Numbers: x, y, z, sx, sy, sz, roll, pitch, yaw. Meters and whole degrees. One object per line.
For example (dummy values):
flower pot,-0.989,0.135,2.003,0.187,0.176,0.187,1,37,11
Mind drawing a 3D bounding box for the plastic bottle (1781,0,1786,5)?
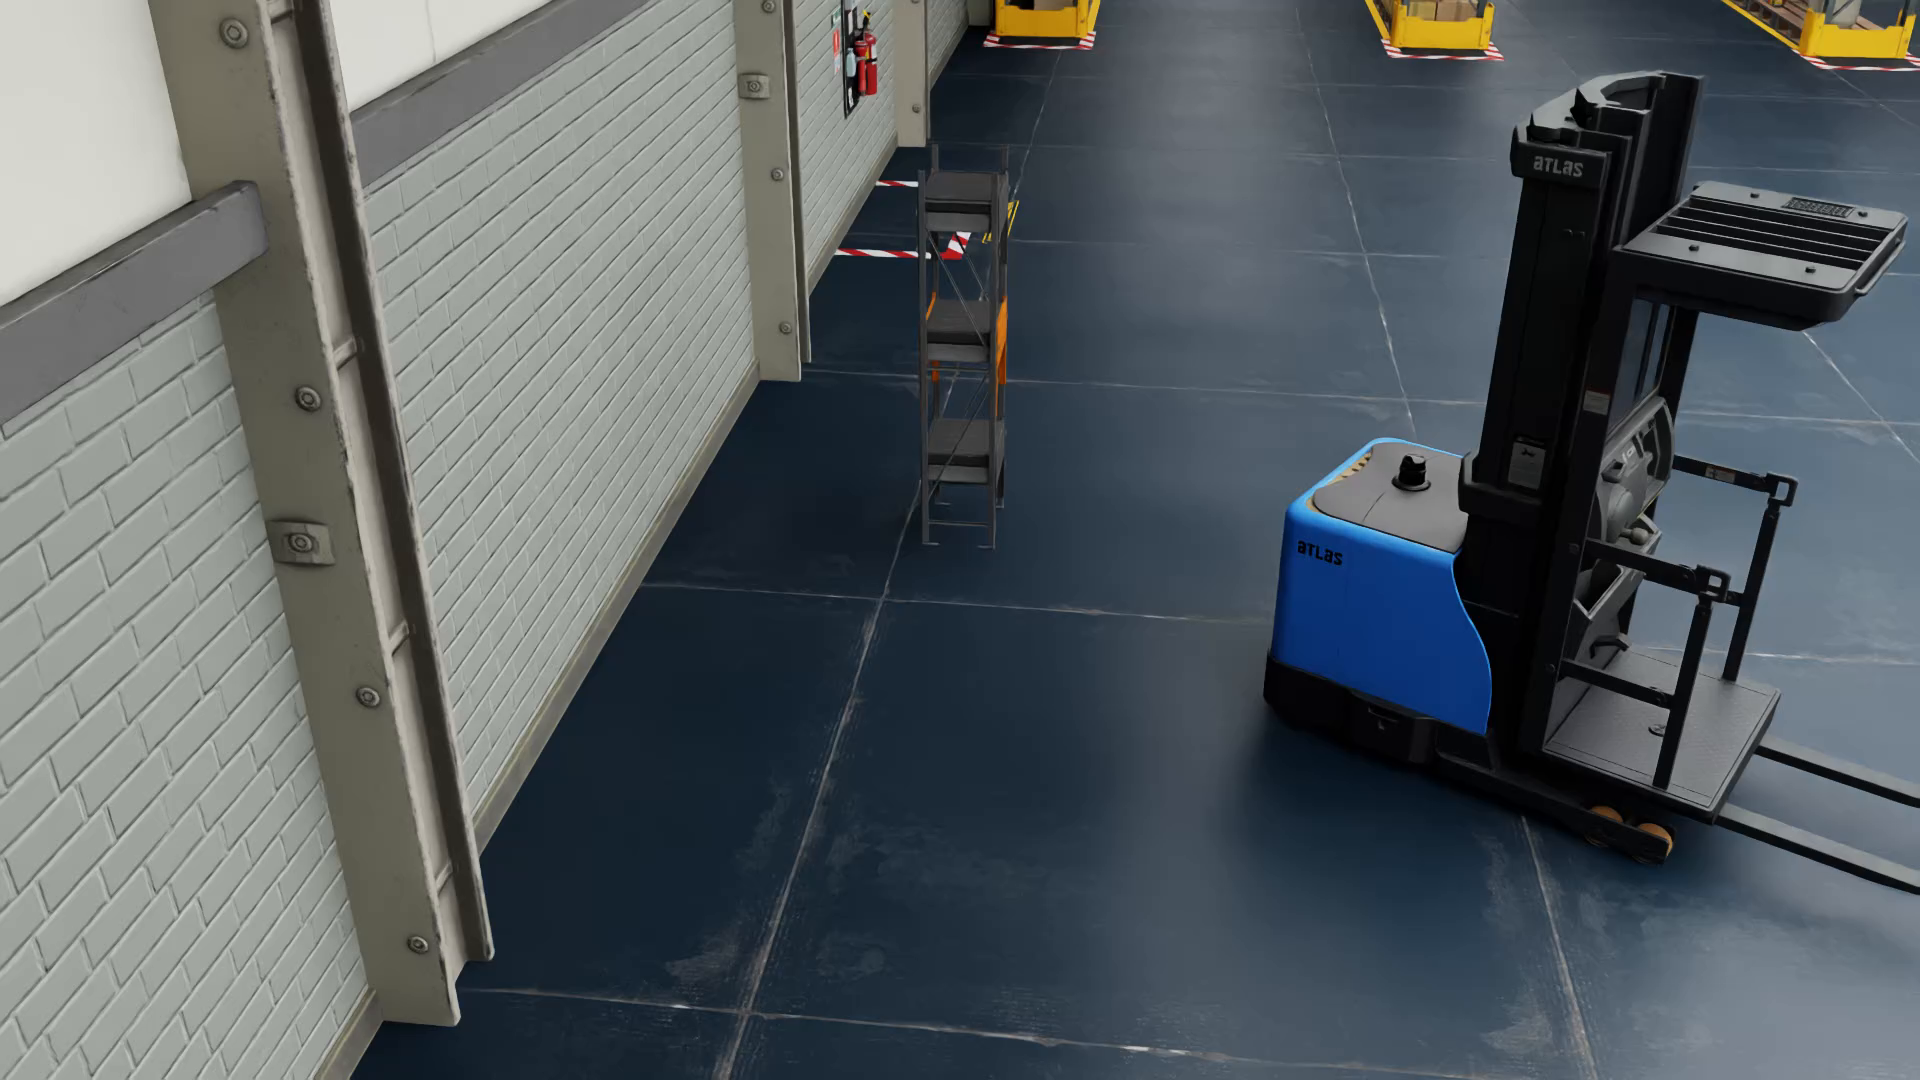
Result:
plastic bottle,10.817,-7.184,21.823,0.061,0.283,0.133,3,28,6

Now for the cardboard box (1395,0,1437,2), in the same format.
cardboard box,5.718,-7.049,20.838,0.500,0.500,0.500,3,28,6

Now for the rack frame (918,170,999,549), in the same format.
rack frame,-0.010,-0.887,8.683,0.400,2.100,0.015,3,28,6

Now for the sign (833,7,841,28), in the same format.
sign,-0.978,-4.152,13.198,0.001,0.109,0.331,3,28,6

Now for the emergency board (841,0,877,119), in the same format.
emergency board,-0.818,-4.156,13.801,0.194,1.169,0.643,3,28,6

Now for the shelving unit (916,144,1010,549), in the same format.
shelving unit,0.020,-1.002,8.897,0.431,2.100,0.503,3,28,6

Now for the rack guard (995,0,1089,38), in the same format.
rack guard,1.040,-6.697,21.153,1.175,0.500,0.348,3,28,6

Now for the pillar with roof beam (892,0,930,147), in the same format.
pillar with roof beam,3.795,-7.708,14.069,9.100,9.000,0.400,3,28,6

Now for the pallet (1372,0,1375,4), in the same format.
pallet,6.299,-7.759,23.429,1.003,0.211,1.213,3,28,6

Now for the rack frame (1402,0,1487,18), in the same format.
rack frame,5.948,-7.475,19.963,1.000,3.000,0.127,3,28,6

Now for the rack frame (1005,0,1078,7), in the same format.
rack frame,1.031,-7.761,20.494,1.000,3.000,0.127,3,28,6

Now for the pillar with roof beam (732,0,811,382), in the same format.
pillar with roof beam,3.060,-4.883,8.827,9.100,9.000,0.400,3,28,6

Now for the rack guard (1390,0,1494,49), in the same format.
rack guard,5.945,-6.363,20.534,1.175,0.500,0.348,3,28,6

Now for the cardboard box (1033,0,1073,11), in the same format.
cardboard box,1.205,-7.092,21.622,0.500,0.311,0.500,0,28,0

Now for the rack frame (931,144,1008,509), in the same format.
rack frame,0.050,-1.117,9.110,0.400,2.100,0.015,3,28,6

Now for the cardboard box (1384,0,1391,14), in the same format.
cardboard box,5.769,-6.955,21.454,0.500,0.250,0.500,3,28,6

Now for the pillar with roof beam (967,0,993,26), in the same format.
pillar with roof beam,4.531,-10.532,19.311,9.100,9.000,0.400,3,28,6

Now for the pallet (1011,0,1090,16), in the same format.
pallet,1.175,-6.950,21.927,1.003,0.211,1.213,3,28,6

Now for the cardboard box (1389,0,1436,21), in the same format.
cardboard box,5.720,-6.719,21.016,0.500,0.250,0.500,3,28,6

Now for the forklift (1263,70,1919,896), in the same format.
forklift,2.893,-0.250,6.624,3.031,2.935,1.130,20,34,32

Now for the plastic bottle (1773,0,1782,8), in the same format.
plastic bottle,10.653,-7.037,21.636,0.097,0.201,0.097,0,28,0

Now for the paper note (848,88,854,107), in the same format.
paper note,-0.908,-3.689,13.863,0.016,0.148,0.142,3,28,6

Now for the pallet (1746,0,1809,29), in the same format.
pallet,11.083,-6.951,21.930,1.003,0.211,1.213,3,28,6

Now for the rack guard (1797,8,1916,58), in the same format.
rack guard,10.826,-6.124,20.089,1.175,0.500,0.348,3,28,6

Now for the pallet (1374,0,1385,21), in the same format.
pallet,6.152,-7.183,22.360,1.003,0.211,1.213,3,28,6

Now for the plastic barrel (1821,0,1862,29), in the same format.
plastic barrel,10.868,-6.589,20.499,0.421,0.512,0.421,0,28,0

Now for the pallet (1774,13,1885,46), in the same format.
pallet,10.931,-6.378,20.867,1.003,0.211,1.213,3,28,6

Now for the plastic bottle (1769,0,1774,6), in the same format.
plastic bottle,10.649,-7.129,21.721,0.061,0.283,0.133,4,29,7

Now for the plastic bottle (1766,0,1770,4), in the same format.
plastic bottle,10.711,-7.187,21.836,0.152,0.276,0.135,4,29,7

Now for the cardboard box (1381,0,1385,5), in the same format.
cardboard box,5.829,-7.191,21.891,0.500,0.250,0.500,3,28,6

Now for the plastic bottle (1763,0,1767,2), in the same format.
plastic bottle,10.728,-7.252,21.957,0.152,0.276,0.135,3,28,5

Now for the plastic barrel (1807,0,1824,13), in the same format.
plastic barrel,10.929,-6.825,20.937,0.421,0.512,0.421,0,28,0

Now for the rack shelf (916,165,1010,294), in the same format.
rack shelf,0.020,-1.607,8.571,0.431,0.518,0.480,3,28,6

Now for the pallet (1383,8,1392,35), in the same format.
pallet,6.000,-6.610,21.297,1.003,0.211,1.213,3,28,6

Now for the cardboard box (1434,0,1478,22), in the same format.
cardboard box,6.234,-6.689,20.960,0.500,0.250,0.500,3,28,6

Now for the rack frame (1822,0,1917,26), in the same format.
rack frame,10.863,-7.186,19.425,1.000,3.000,0.127,3,28,6

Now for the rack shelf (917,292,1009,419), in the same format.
rack shelf,0.020,-0.990,8.903,0.431,0.518,0.480,3,28,6

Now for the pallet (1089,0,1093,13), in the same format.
pallet,1.327,-7.522,22.990,1.003,0.211,1.213,3,28,6

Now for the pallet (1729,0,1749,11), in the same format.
pallet,11.230,-7.527,22.999,1.003,0.211,1.213,3,28,6

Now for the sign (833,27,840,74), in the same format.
sign,-0.988,-3.917,13.321,0.001,0.329,0.234,3,28,6

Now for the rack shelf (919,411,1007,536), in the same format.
rack shelf,0.020,-0.374,9.235,0.431,0.518,0.480,3,28,6

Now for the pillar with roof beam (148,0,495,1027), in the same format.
pillar with roof beam,2.325,-2.059,3.584,9.100,9.000,0.400,3,28,6
